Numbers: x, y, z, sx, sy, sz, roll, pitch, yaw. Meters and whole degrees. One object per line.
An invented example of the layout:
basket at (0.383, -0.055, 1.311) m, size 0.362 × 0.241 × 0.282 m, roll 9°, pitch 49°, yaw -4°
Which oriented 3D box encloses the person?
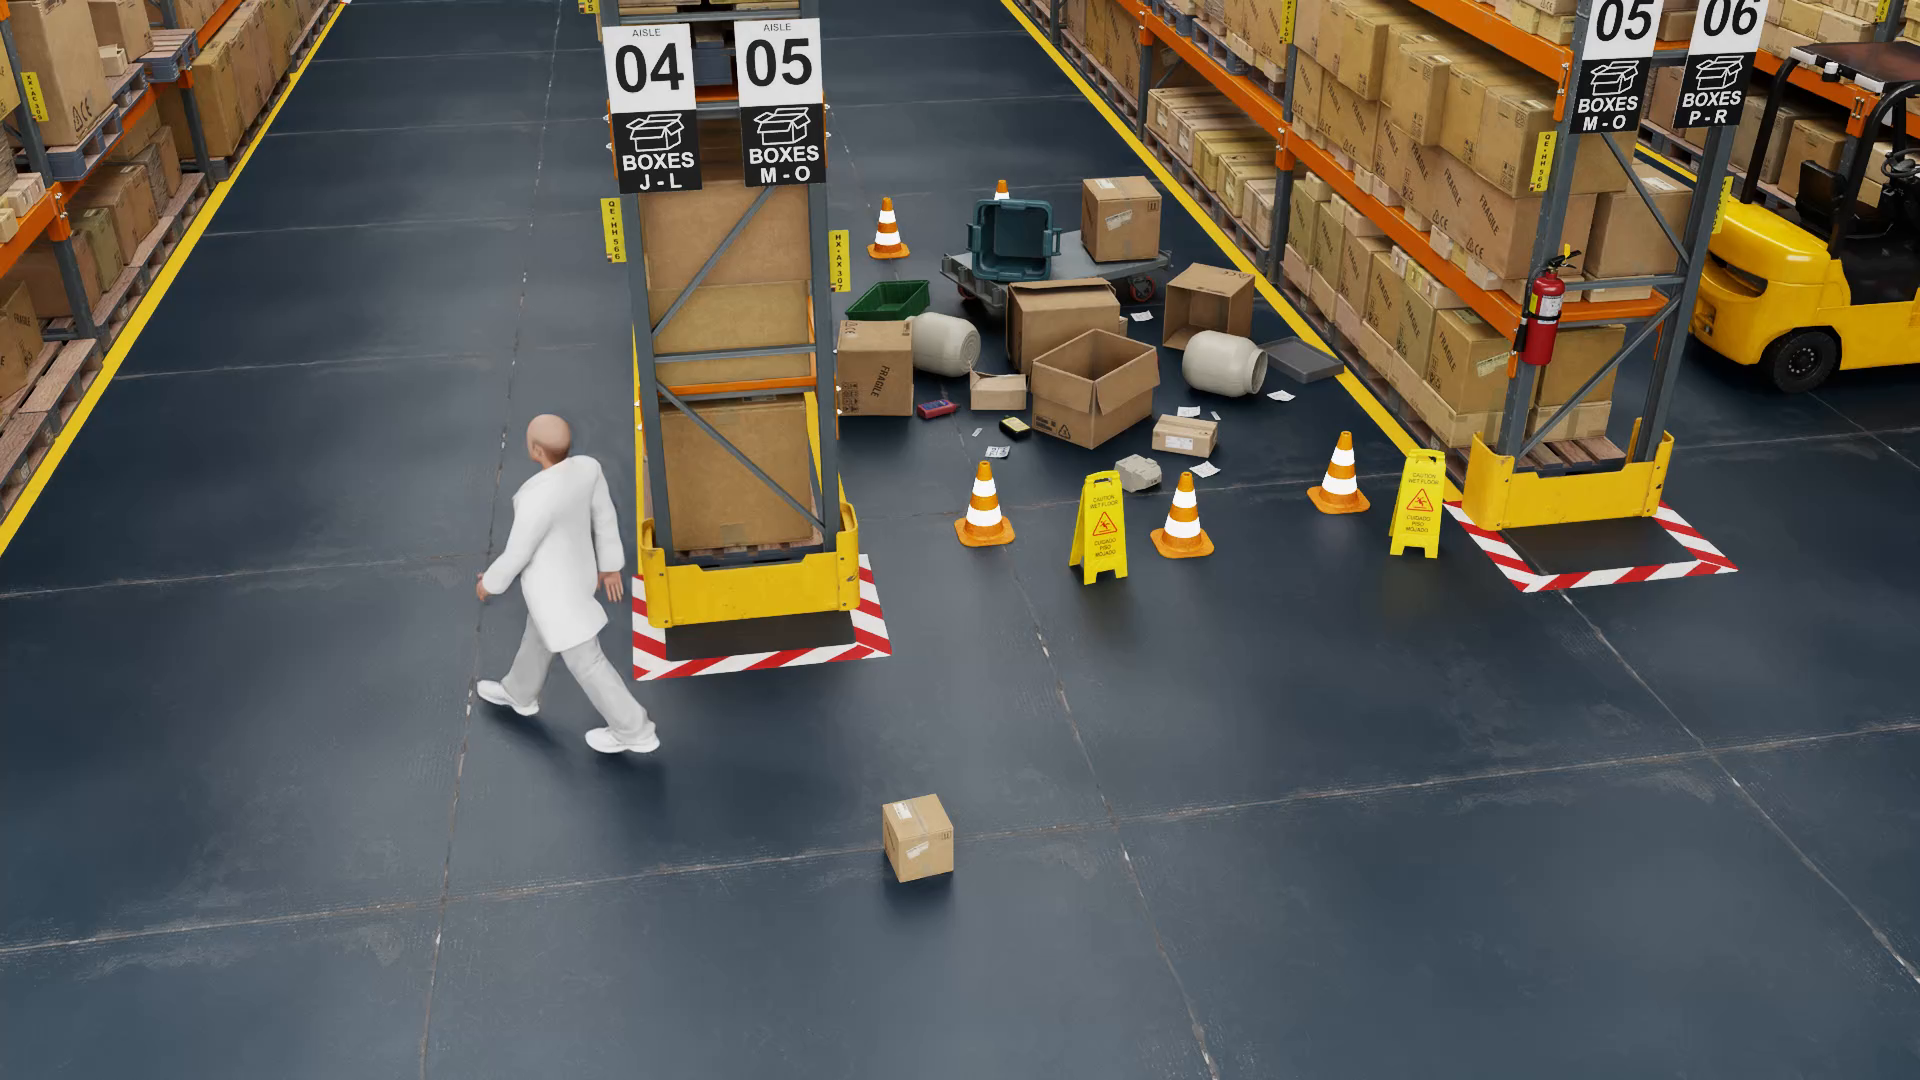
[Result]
person at (-1.960, 0.183, 7.814) m, size 1.087 × 1.722 × 0.577 m, roll 8°, pitch 31°, yaw 14°
